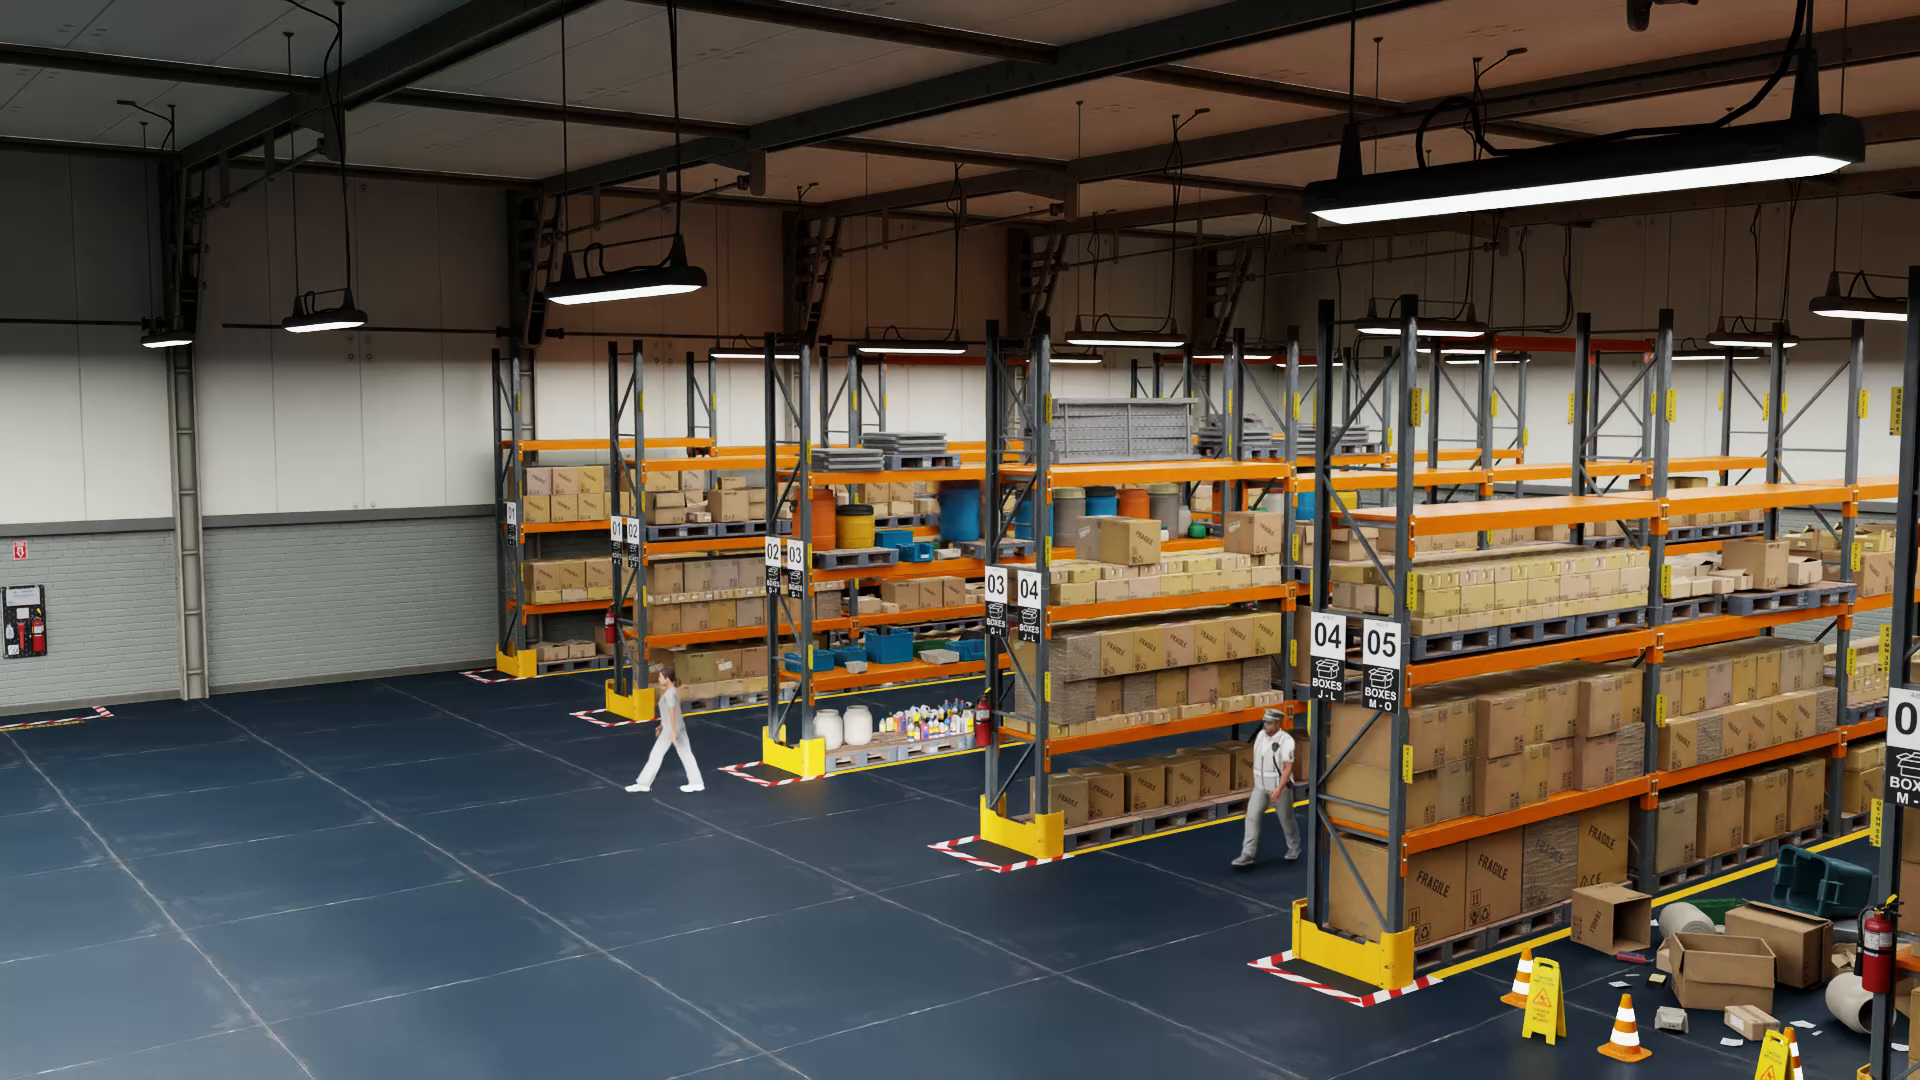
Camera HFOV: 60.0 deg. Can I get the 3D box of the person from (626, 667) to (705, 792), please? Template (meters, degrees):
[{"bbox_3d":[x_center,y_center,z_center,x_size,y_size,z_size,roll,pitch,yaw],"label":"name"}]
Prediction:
[{"bbox_3d":[-3.797,2.442,21.470,0.974,1.627,0.466,1,5,7],"label":"person"}]

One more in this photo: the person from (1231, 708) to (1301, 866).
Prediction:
[{"bbox_3d":[3.385,2.689,18.207,0.554,1.708,1.004,5,7,44],"label":"person"}]
